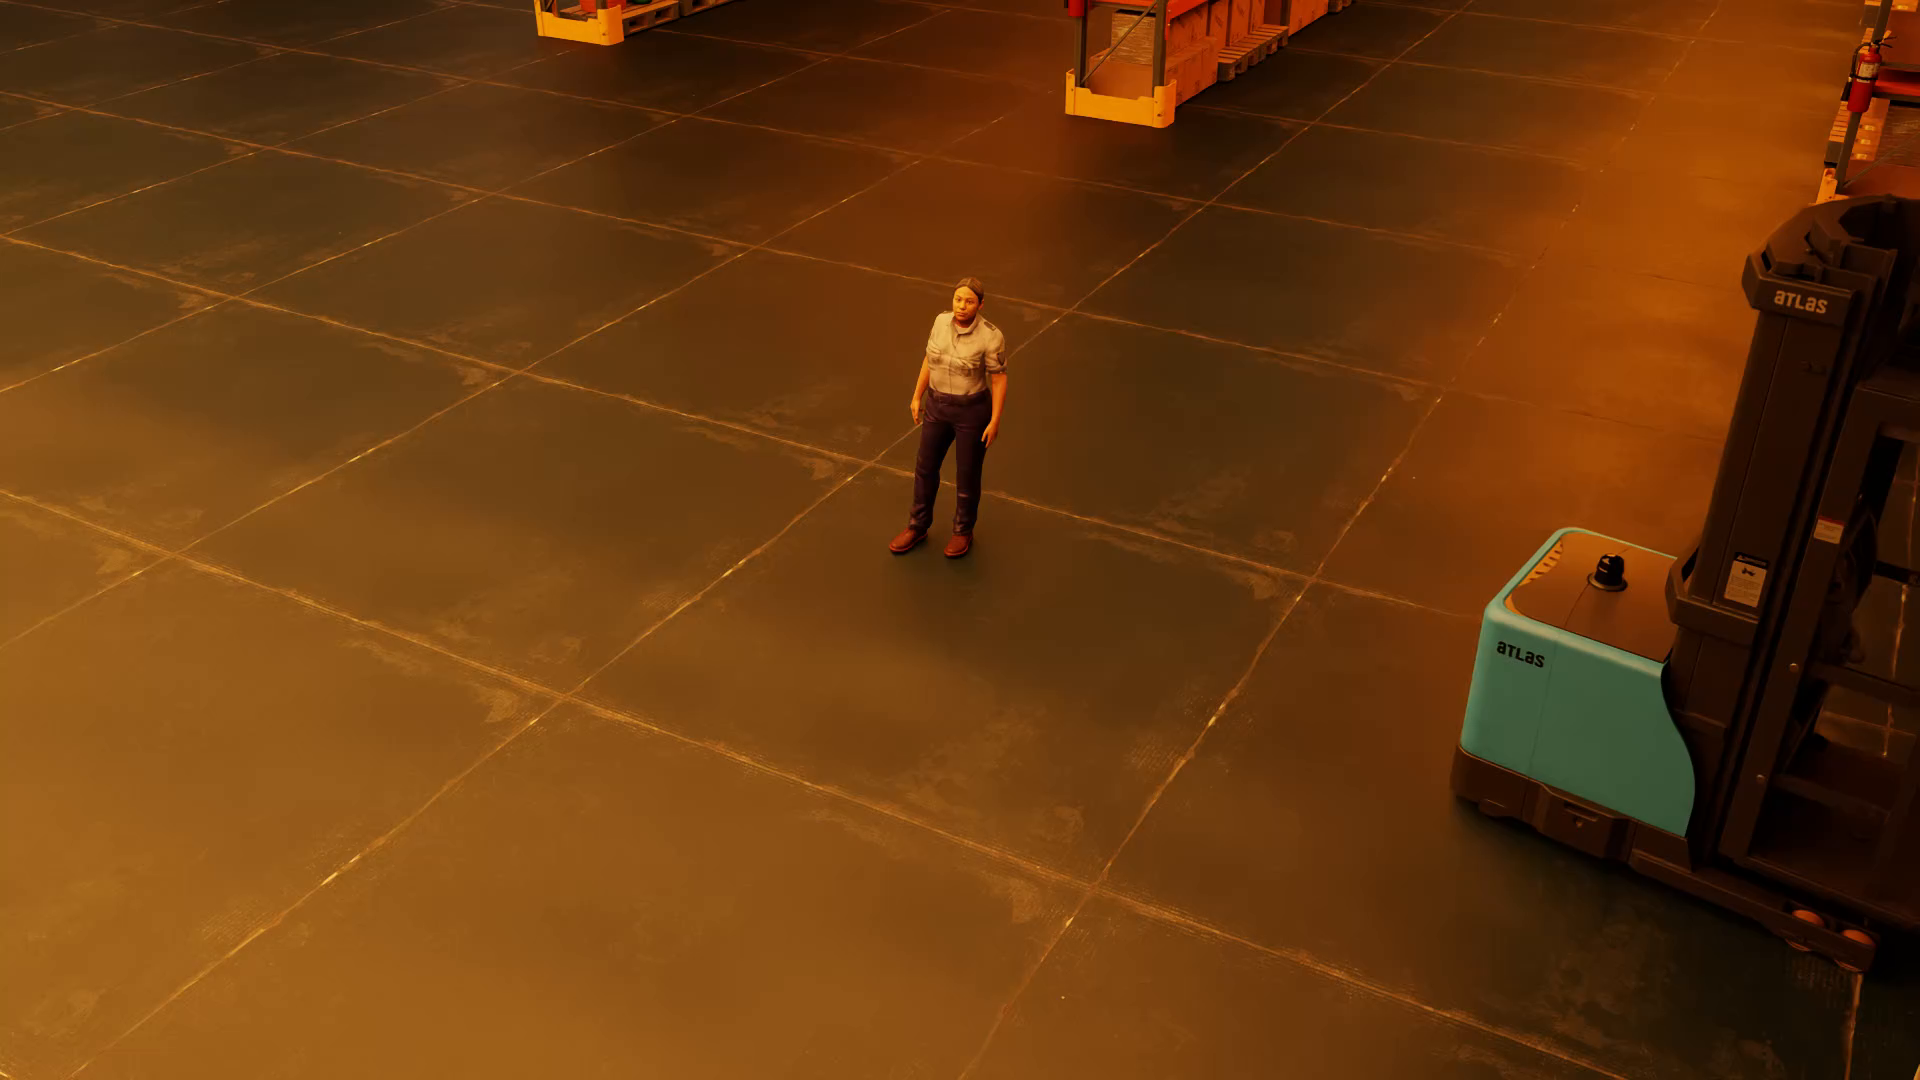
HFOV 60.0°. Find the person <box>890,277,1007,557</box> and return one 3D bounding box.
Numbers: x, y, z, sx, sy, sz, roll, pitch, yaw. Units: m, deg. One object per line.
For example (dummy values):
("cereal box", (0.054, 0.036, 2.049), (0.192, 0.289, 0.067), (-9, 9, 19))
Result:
("person", (-0.063, -0.687, 9.529), (0.598, 1.651, 0.503), (15, 33, 25))

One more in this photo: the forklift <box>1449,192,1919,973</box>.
("forklift", (3.790, 0.217, 6.694), (3.031, 2.935, 1.130), (21, 36, 32))
